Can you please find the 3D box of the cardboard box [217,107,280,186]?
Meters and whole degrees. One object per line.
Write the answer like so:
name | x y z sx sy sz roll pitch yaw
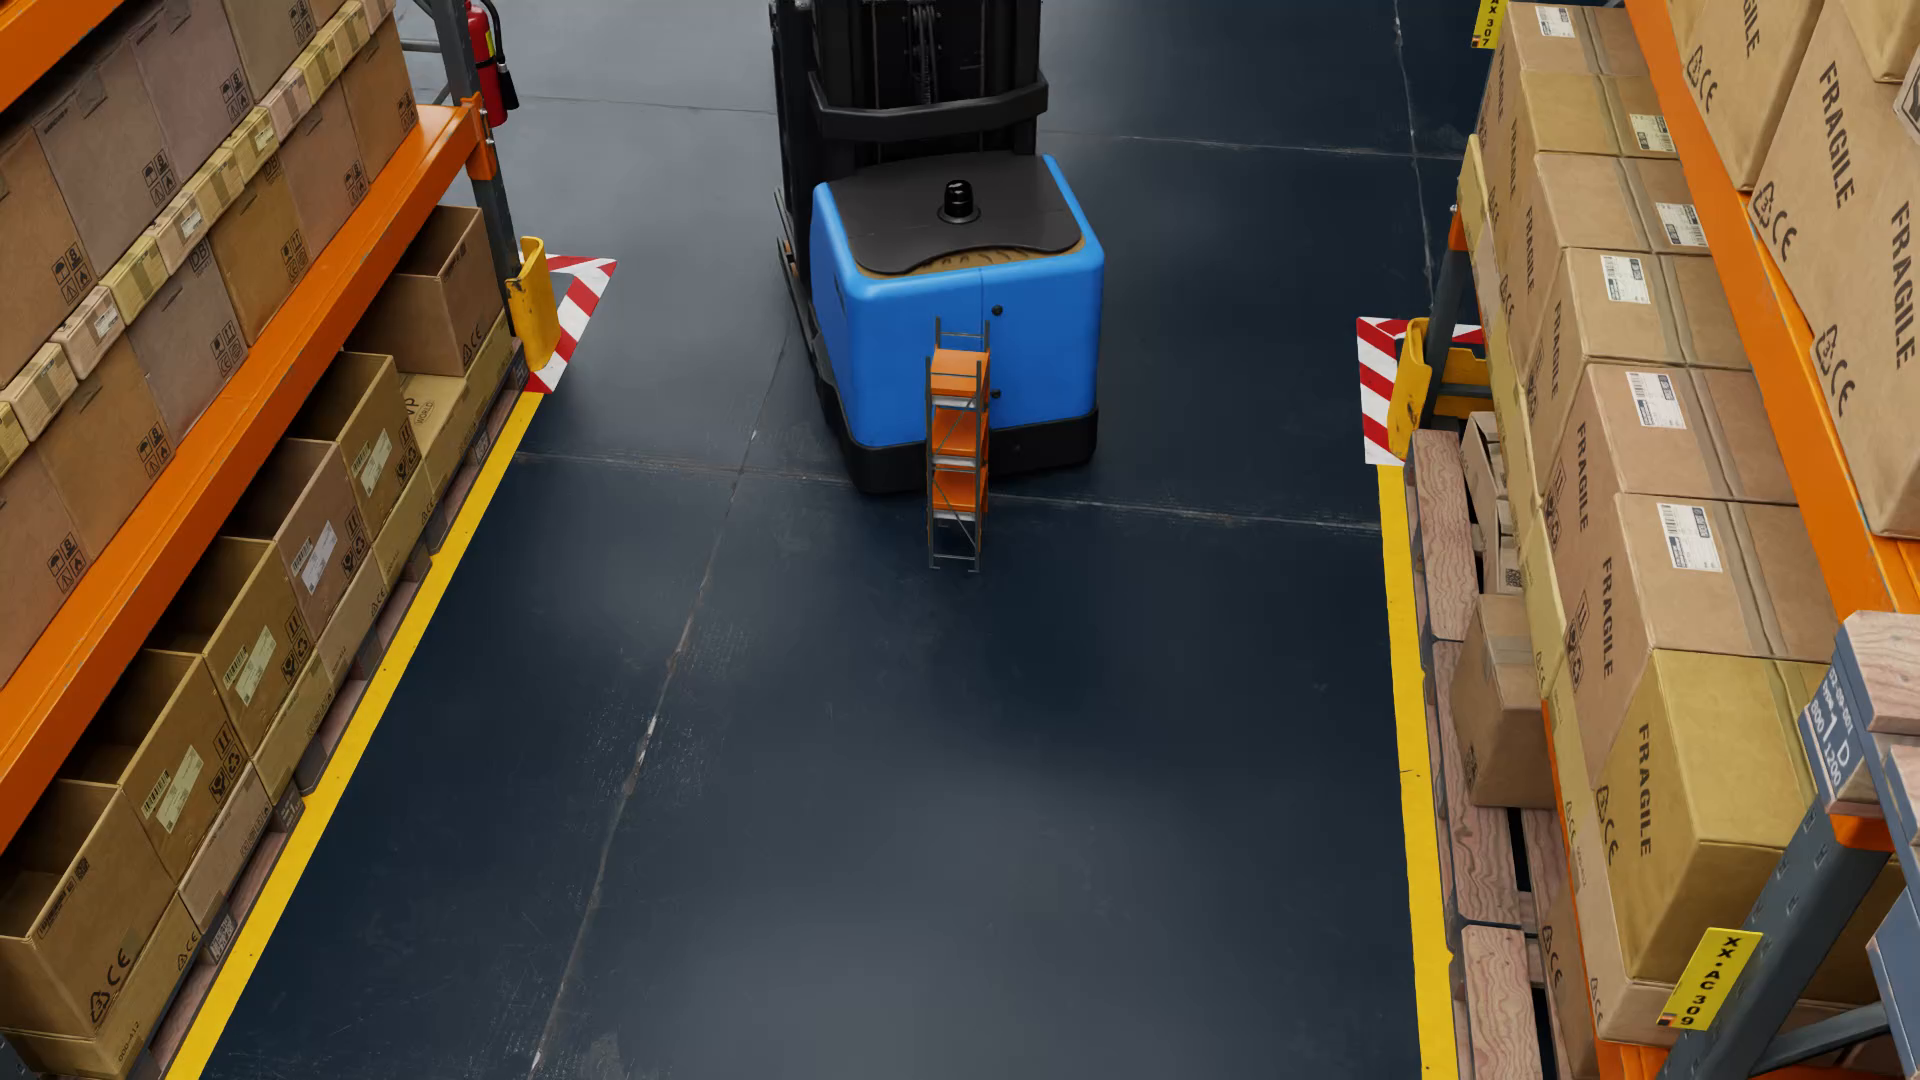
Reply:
cardboard box | -2.455 -1.291 5.387 0.380 0.149 0.250 6 44 7

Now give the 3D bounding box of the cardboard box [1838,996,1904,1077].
cardboard box | 2.200 0.921 3.691 0.500 0.250 0.500 6 44 6

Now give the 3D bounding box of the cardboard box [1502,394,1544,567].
cardboard box | 1.878 -0.155 4.826 0.500 0.250 0.500 6 44 6

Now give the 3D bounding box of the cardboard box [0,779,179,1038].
cardboard box | -2.614 1.013 4.648 0.500 0.500 0.500 5 44 6

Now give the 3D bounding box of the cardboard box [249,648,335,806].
cardboard box | -2.481 0.603 5.625 0.500 0.250 0.500 5 44 6

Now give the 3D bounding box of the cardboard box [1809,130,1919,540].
cardboard box | 1.748 -0.327 2.645 0.500 0.500 0.500 6 44 7

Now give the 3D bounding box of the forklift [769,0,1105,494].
forklift | -0.264 -2.283 7.030 1.130 2.935 3.031 -9 44 -10

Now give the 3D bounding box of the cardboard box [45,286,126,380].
cardboard box | -2.591 -0.589 4.646 0.380 0.149 0.250 4 44 4

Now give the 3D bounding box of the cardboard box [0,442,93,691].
cardboard box | -2.869 0.027 4.467 0.700 0.500 0.500 5 44 5

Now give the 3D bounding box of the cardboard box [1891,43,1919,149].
cardboard box | 1.723 -0.688 2.298 0.500 0.500 0.500 2 43 2

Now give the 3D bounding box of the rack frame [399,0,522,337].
rack frame | -2.456 -2.000 6.680 1.000 3.000 0.127 5 44 6

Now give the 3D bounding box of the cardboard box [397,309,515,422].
cardboard box | -2.234 -0.761 7.067 0.500 0.250 0.500 5 44 6

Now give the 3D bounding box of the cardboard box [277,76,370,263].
cardboard box | -2.595 -1.360 5.932 0.700 0.500 0.500 6 44 7

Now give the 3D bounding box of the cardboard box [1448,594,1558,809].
cardboard box | 2.052 0.543 5.492 0.700 0.500 0.500 3 44 3

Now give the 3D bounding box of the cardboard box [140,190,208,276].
cardboard box | -2.521 -0.936 5.013 0.380 0.149 0.250 5 44 5

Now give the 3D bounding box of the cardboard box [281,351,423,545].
cardboard box | -2.350 -0.350 6.088 0.500 0.500 0.500 5 44 6

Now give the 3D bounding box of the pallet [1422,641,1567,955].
pallet | 2.138 0.892 5.654 1.003 0.211 1.213 5 44 6

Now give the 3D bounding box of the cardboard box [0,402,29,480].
cardboard box | -2.659 -0.237 4.274 0.380 0.149 0.250 5 44 5

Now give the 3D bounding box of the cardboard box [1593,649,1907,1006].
cardboard box | 1.681 0.599 3.485 0.500 0.500 0.500 5 44 5

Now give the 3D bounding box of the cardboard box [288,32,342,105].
cardboard box | -2.385 -1.641 5.757 0.380 0.149 0.250 5 44 5

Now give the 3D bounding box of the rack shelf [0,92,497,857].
rack shelf | -2.721 -0.375 5.488 1.077 0.370 4.000 5 44 6

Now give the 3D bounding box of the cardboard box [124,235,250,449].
cardboard box | -2.733 -0.664 5.196 0.700 0.500 0.500 6 44 7

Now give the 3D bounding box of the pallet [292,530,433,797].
pallet | -2.680 0.367 6.209 1.003 0.211 1.213 5 44 6

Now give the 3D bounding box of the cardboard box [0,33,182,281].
cardboard box | -2.734 -1.110 4.724 0.700 0.500 0.500 5 44 6

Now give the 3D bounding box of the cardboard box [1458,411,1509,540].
cardboard box | 2.274 -0.272 6.491 0.500 0.311 0.500 1 43 1

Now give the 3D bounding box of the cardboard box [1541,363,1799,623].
cardboard box | 1.819 -0.084 4.206 0.500 0.500 0.500 4 44 4

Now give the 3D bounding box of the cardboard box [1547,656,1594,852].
cardboard box | 1.762 0.532 4.101 0.500 0.250 0.500 5 44 6

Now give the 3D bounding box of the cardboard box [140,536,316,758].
cardboard box | -2.481 0.331 5.368 0.500 0.500 0.500 5 44 6

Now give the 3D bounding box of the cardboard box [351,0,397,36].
cardboard box | -2.318 -1.994 6.129 0.380 0.149 0.250 5 44 5

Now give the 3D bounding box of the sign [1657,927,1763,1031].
sign | 1.387 0.816 3.077 0.100 0.325 0.005 5 44 6

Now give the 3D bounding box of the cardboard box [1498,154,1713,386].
cardboard box | 1.944 -0.791 4.953 0.500 0.500 0.500 4 44 4

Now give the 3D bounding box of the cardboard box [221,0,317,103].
cardboard box | -2.602 -1.795 5.448 0.700 0.500 0.500 4 44 4

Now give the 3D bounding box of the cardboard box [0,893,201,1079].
cardboard box | -2.623 1.284 4.907 0.500 0.250 0.500 5 44 6

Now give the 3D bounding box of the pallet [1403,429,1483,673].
pallet | 2.302 0.063 6.530 1.003 0.211 1.213 5 44 6

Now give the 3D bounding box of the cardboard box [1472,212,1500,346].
cardboard box | 2.021 -0.846 5.556 0.500 0.250 0.500 4 44 4

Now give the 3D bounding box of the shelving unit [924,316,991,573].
shelving unit | -0.007 -0.345 6.351 0.215 1.050 0.252 5 44 6

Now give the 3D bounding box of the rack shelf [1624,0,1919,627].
rack shelf | 2.190 -1.017 3.984 1.077 0.370 4.000 5 44 6

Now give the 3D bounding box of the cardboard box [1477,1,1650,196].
cardboard box | 2.093 -1.479 5.679 0.500 0.500 0.500 5 44 6

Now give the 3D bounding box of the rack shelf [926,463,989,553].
rack shelf | -0.007 -0.135 6.549 0.215 0.259 0.240 5 44 6

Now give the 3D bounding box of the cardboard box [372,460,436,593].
cardboard box | -2.353 -0.078 6.346 0.500 0.250 0.500 5 44 6

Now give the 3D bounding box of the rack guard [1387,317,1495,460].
rack guard | 2.444 -0.592 7.012 1.175 0.500 0.348 5 44 6

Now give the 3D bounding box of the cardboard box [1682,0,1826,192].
cardboard box | 1.862 -1.050 3.408 0.500 0.500 0.500 4 44 4

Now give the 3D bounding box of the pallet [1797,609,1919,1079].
pallet | 1.738 0.564 1.927 1.213 0.211 1.003 5 44 6

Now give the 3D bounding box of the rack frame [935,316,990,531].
rack frame | 0.009 -0.428 6.438 0.200 1.050 0.008 5 44 6
